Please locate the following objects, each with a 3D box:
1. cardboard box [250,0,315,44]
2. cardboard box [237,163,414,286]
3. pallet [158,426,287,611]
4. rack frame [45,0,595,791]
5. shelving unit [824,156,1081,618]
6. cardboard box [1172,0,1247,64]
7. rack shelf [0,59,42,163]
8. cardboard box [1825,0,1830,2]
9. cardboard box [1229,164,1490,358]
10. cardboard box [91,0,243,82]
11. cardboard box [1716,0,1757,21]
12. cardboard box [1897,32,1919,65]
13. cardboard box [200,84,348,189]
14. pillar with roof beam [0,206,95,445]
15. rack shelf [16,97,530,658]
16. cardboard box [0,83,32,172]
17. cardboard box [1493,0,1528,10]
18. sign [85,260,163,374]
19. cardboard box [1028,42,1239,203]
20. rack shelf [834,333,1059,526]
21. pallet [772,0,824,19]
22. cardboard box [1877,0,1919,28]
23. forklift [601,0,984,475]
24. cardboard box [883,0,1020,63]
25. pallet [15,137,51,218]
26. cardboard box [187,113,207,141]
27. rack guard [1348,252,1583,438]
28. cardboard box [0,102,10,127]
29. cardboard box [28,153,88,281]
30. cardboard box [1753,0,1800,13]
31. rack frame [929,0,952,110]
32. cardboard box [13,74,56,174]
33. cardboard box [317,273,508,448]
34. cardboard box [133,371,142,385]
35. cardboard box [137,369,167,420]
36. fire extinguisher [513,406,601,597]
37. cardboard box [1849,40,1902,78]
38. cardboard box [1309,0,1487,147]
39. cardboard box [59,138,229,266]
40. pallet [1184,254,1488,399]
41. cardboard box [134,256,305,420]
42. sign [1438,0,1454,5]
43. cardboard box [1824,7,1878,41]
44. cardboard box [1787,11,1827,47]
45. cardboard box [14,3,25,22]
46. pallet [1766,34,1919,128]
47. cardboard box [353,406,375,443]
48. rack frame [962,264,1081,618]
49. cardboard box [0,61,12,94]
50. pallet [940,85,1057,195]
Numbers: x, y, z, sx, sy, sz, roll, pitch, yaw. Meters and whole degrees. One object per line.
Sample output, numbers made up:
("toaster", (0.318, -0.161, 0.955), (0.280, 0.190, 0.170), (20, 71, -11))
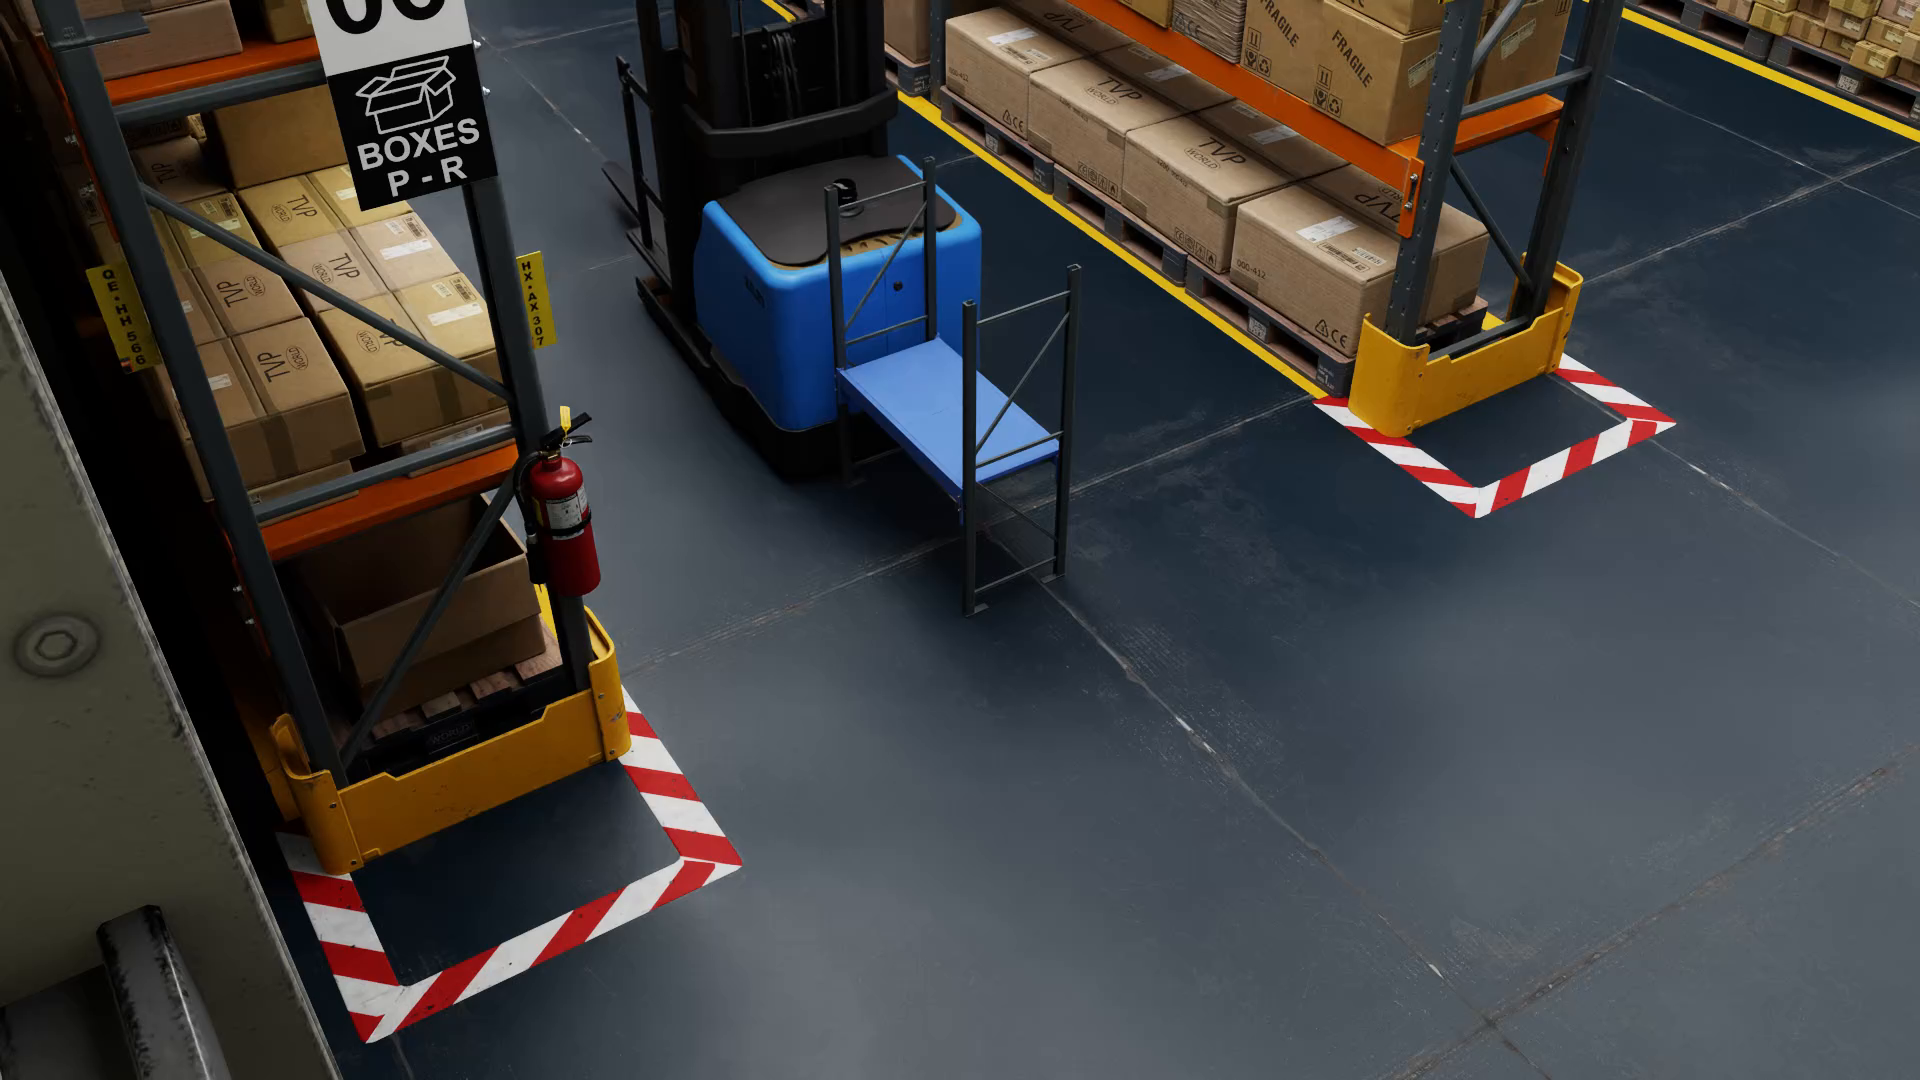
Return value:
("cardboard box", (-1.742, -1.519, 4.583), (0.380, 0.149, 0.250), (-21, 44, -24))
("cardboard box", (-2.330, -1.150, 6.171), (0.500, 0.250, 0.500), (-23, 45, -25))
("pallet", (-2.889, -0.268, 7.407), (1.003, 0.211, 1.213), (-22, 45, -24))
("rack frame", (-1.767, -0.211, 5.160), (1.000, 3.000, 0.127), (-22, 45, -24))
("shelving unit", (-0.046, -0.622, 6.825), (0.538, 1.500, 1.048), (-22, 45, -24))
("cardboard box", (1.392, -2.680, 8.044), (0.500, 0.500, 0.500), (-21, 44, -23))
("rack shelf", (-4.993, -3.173, 9.277), (1.077, 0.370, 4.000), (-22, 45, -24))
("cardboard box", (5.618, -3.586, 10.645), (0.380, 0.149, 0.250), (-24, 45, -26))
("cardboard box", (1.977, -1.420, 8.285), (0.875, 0.438, 0.875), (-24, 45, -26))
("cardboard box", (-2.134, -1.360, 4.392), (0.380, 0.149, 0.250), (-21, 44, -23))
("cardboard box", (5.320, -3.634, 11.167), (0.380, 0.149, 0.250), (-21, 44, -24))
("cardboard box", (6.011, -3.047, 10.230), (0.380, 0.149, 0.250), (-23, 45, -25))
("cardboard box", (-2.591, -1.703, 6.249), (0.500, 0.500, 0.500), (-21, 44, -23))
("pillar with roof beam", (-0.674, -5.470, 6.785), (9.100, 9.000, 0.400), (-22, 45, -24))
("rack shelf", (-2.842, -1.014, 6.686), (1.077, 0.370, 4.000), (-22, 45, -24))
("cardboard box", (-4.974, -2.292, 9.281), (0.500, 0.500, 0.500), (-24, 46, -26))
("cardboard box", (2.398, -2.701, 7.289), (0.500, 0.500, 0.500), (-23, 45, -25))
("sign", (-2.246, -0.597, 4.472), (0.100, 0.325, 0.005), (-22, 45, -24))
("cardboard box", (0.994, -2.399, 9.459), (0.875, 0.438, 0.875), (-24, 45, -26))
("rack shelf", (-0.046, -0.484, 6.940), (0.538, 0.185, 1.000), (-22, 45, -24))
("pallet", (-0.873, -4.059, 11.956), (1.003, 0.211, 1.213), (-22, 45, -24))
("cardboard box", (5.950, -3.329, 10.336), (0.380, 0.149, 0.250), (-21, 44, -24))
("forklift", (-1.031, -2.353, 7.784), (1.130, 2.935, 3.031), (-19, 43, -21))
("cardboard box", (-0.136, -3.733, 10.718), (0.875, 0.875, 0.875), (-21, 44, -23))
("pallet", (-5.047, -2.384, 9.946), (1.003, 0.211, 1.213), (-22, 45, -24))
("cardboard box", (-2.899, -1.697, 6.828), (0.500, 0.250, 0.500), (-23, 45, -25))
("rack guard", (2.429, -0.948, 7.997), (1.175, 0.500, 0.348), (-22, 45, -24))
("cardboard box", (-5.547, -2.849, 9.951), (0.500, 0.500, 0.500), (-20, 44, -22))
("cardboard box", (-4.431, -1.734, 8.613), (0.500, 0.500, 0.500), (-22, 45, -25))
("cardboard box", (5.441, -3.602, 10.896), (0.380, 0.149, 0.250), (-22, 44, -24))
("rack frame", (0.265, -4.081, 9.804), (1.000, 3.000, 0.127), (-22, 45, -24))
("cardboard box", (-3.604, -1.798, 6.949), (0.500, 0.250, 0.500), (-23, 45, -25))
("cardboard box", (-1.784, -0.605, 5.518), (0.500, 0.250, 0.500), (-22, 45, -24))
("cardboard box", (-3.762, -1.060, 7.952), (0.500, 0.311, 0.500), (-21, 44, -23))
("cardboard box", (-2.656, -0.595, 5.817), (0.380, 0.149, 0.250), (-22, 45, -24))
("fire extinguisher", (-1.298, -0.118, 5.400), (0.296, 0.674, 0.183), (-22, 45, -24))
("cardboard box", (5.853, -3.062, 10.481), (0.380, 0.149, 0.250), (-21, 44, -23))
("cardboard box", (1.934, -2.129, 7.384), (0.500, 0.500, 0.500), (-22, 45, -24))
("cardboard box", (-3.058, -1.254, 6.297), (0.500, 0.250, 0.500), (-22, 45, -24))
("pallet", (1.920, -1.255, 8.591), (1.003, 0.211, 1.213), (-22, 45, -24))
("cardboard box", (-2.514, -0.703, 5.636), (0.500, 0.250, 0.500), (-22, 45, -24))
("sign", (1.951, -2.278, 6.551), (0.100, 0.325, 0.005), (-22, 45, -24))
("cardboard box", (5.730, -3.327, 10.566), (0.380, 0.149, 0.250), (-24, 45, -26))
("cardboard box", (5.640, -3.363, 10.842), (0.380, 0.149, 0.250), (-22, 44, -24))
("cardboard box", (-2.485, -1.611, 4.693), (0.380, 0.149, 0.250), (-21, 44, -23))
("pallet", (6.087, -3.100, 10.806), (1.003, 0.211, 1.213), (-22, 45, -24))
("cardboard box", (-1.888, -0.508, 5.712), (0.380, 0.149, 0.250), (-21, 44, -23))
("rack frame", (0.227, -0.348, 6.496), (0.500, 1.500, 0.032), (-22, 45, -24))
("cardboard box", (-5.091, -2.604, 9.149), (0.380, 0.149, 0.250), (-22, 44, -24))
("pallet", (0.608, -2.572, 10.172), (1.003, 0.211, 1.213), (-22, 45, -24))
